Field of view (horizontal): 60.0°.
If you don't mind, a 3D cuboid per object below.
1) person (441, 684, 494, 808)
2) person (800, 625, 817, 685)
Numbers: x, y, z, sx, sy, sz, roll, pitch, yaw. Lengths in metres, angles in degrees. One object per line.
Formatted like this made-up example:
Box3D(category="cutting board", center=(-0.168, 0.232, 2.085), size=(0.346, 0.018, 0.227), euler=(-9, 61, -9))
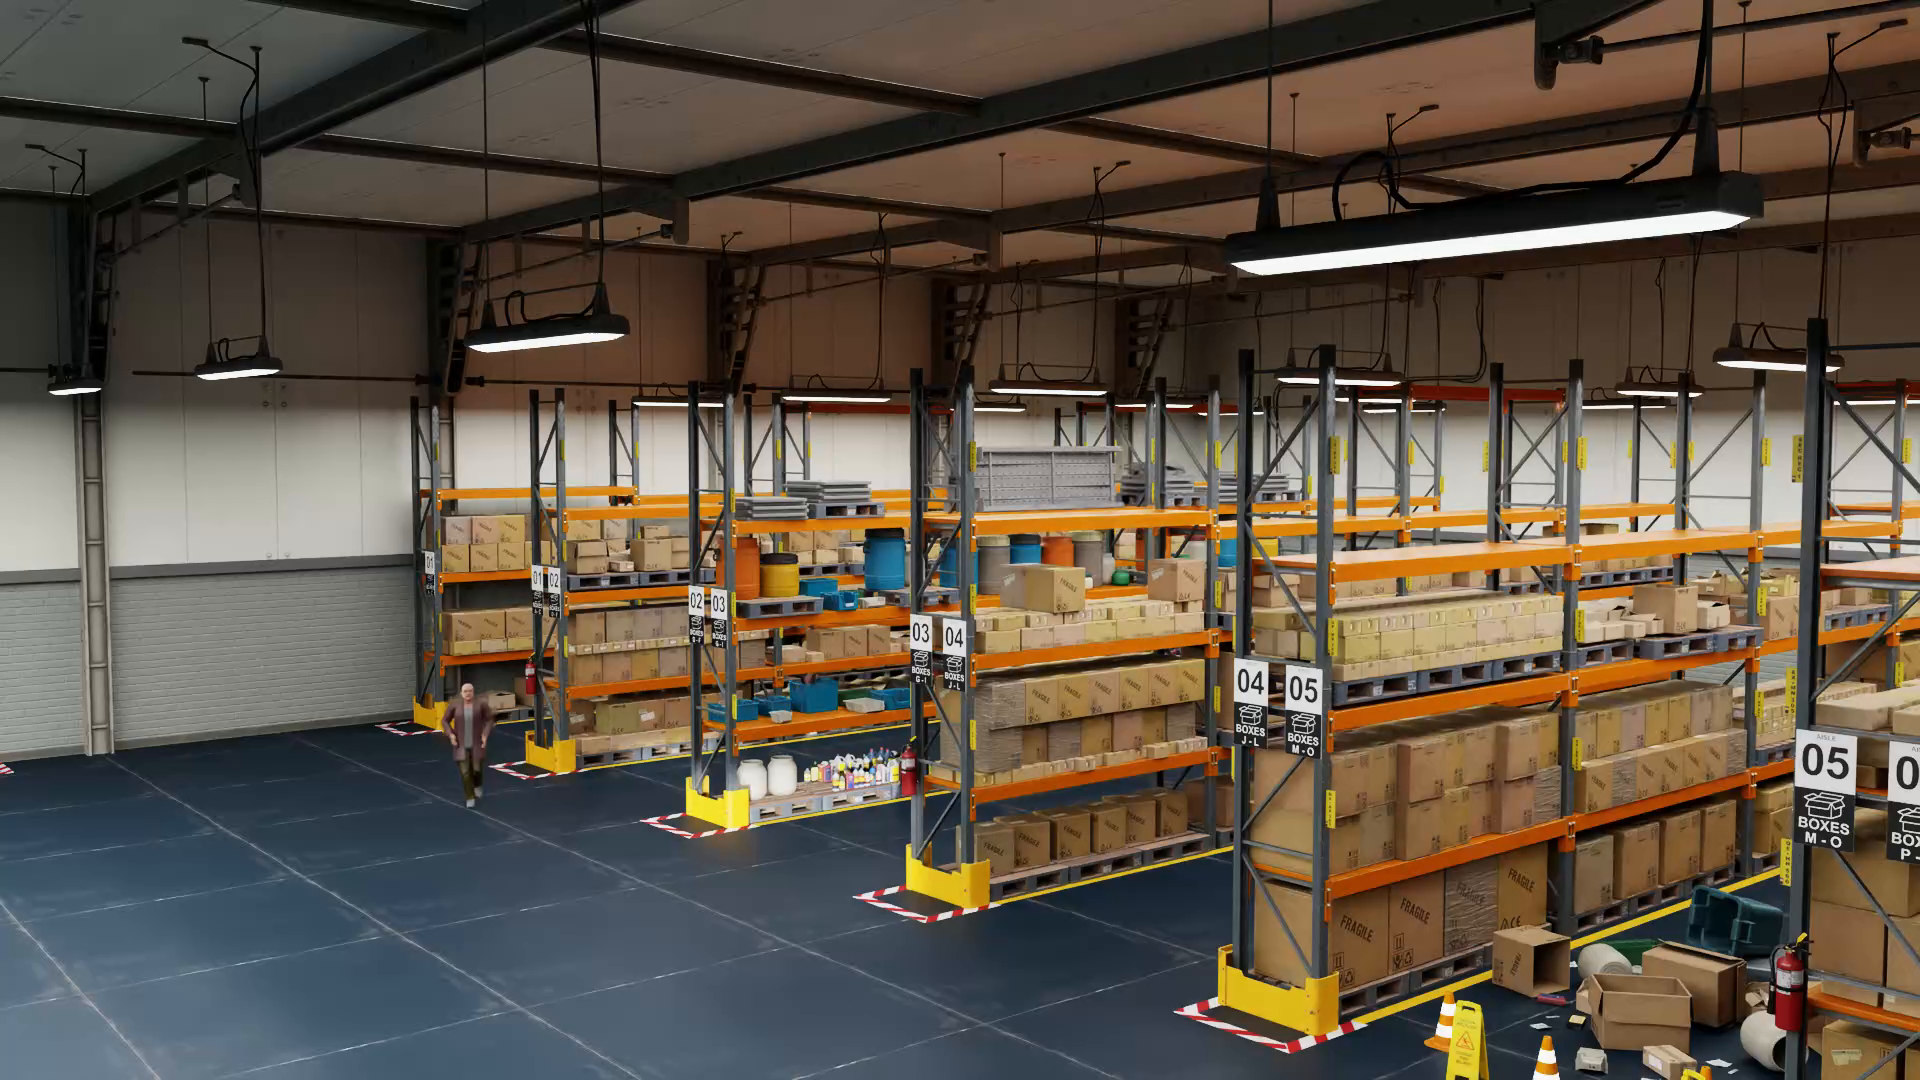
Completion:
Box3D(category="person", center=(-7.006, 2.899, 23.661), size=(0.724, 1.743, 0.645), euler=(-1, 3, -15))
Box3D(category="person", center=(-2.828, 2.455, 31.401), size=(0.569, 1.687, 0.904), euler=(3, 4, 41))
